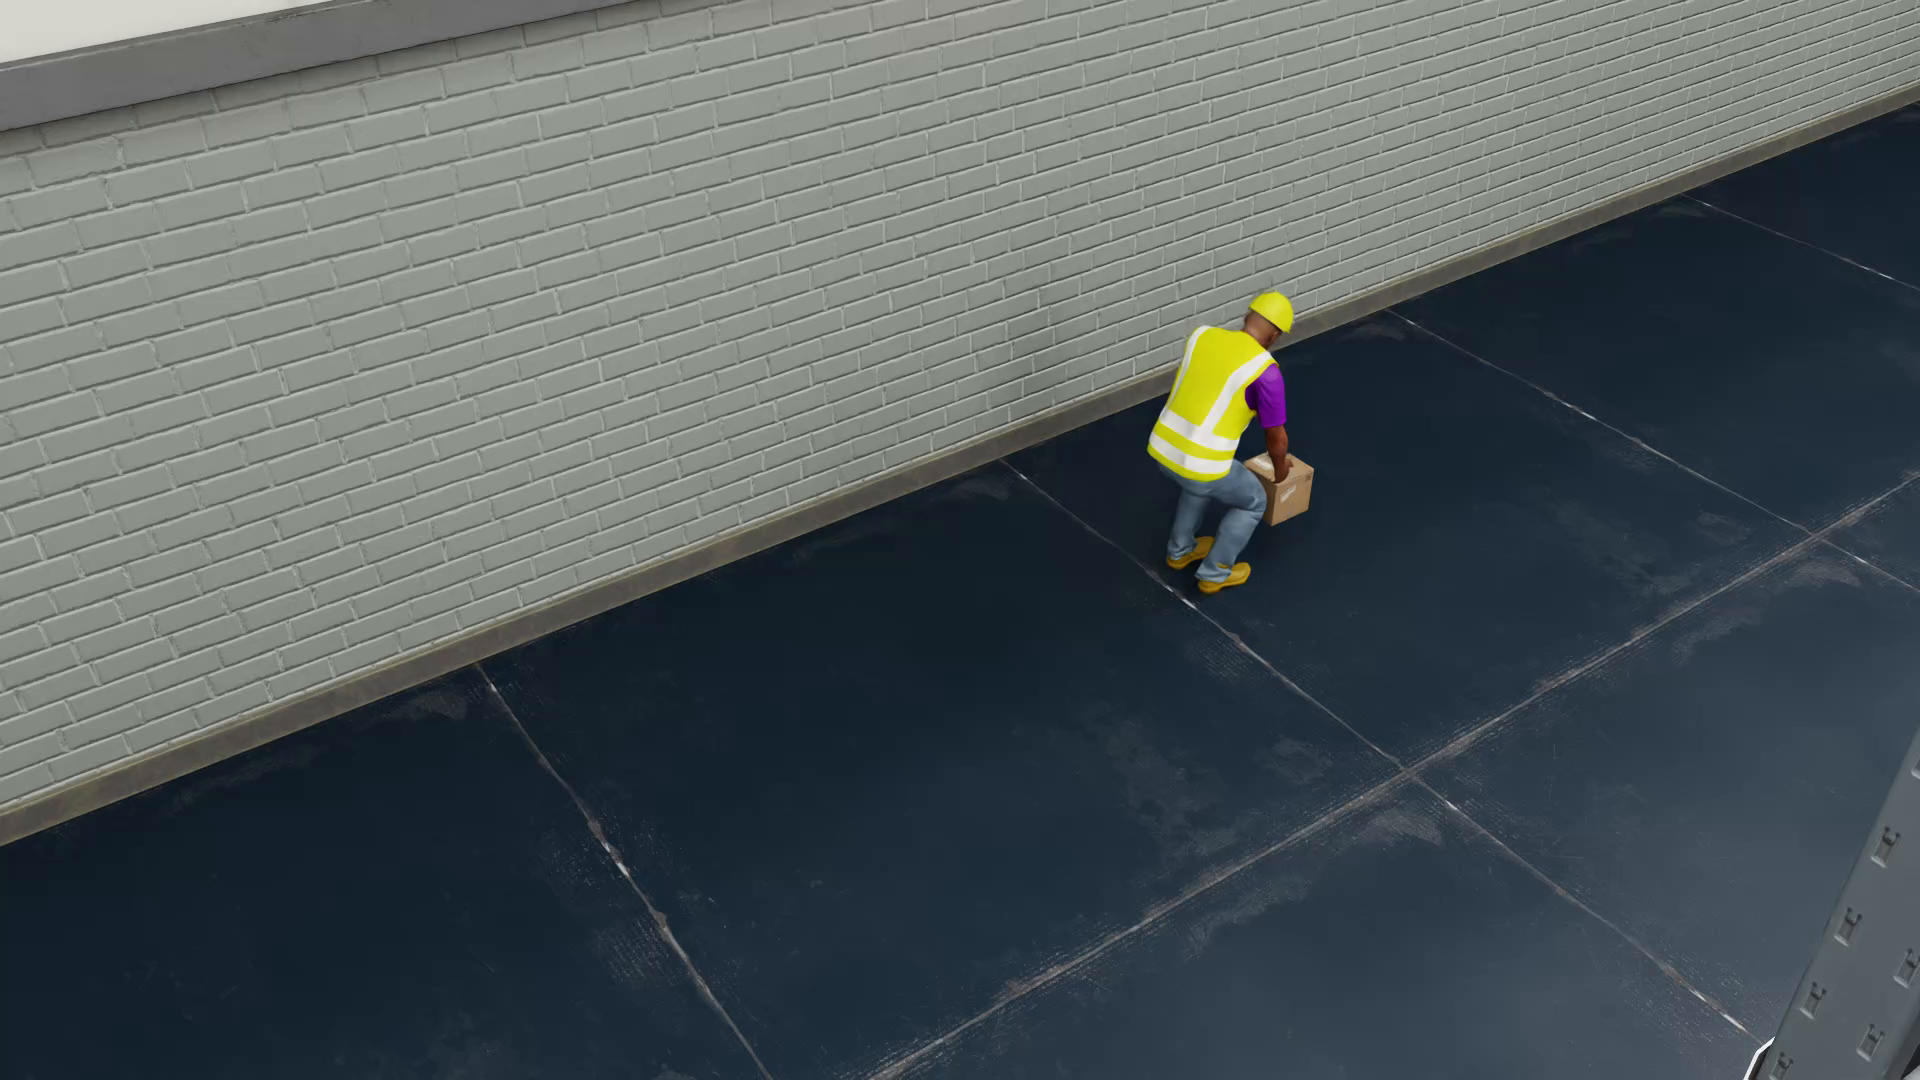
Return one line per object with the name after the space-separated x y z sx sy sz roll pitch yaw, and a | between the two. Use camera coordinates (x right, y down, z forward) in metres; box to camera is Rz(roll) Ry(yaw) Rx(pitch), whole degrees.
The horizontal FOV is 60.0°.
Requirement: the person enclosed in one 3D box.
1.226 -0.462 7.899 0.745 1.431 0.631 -22 42 -28 | person
